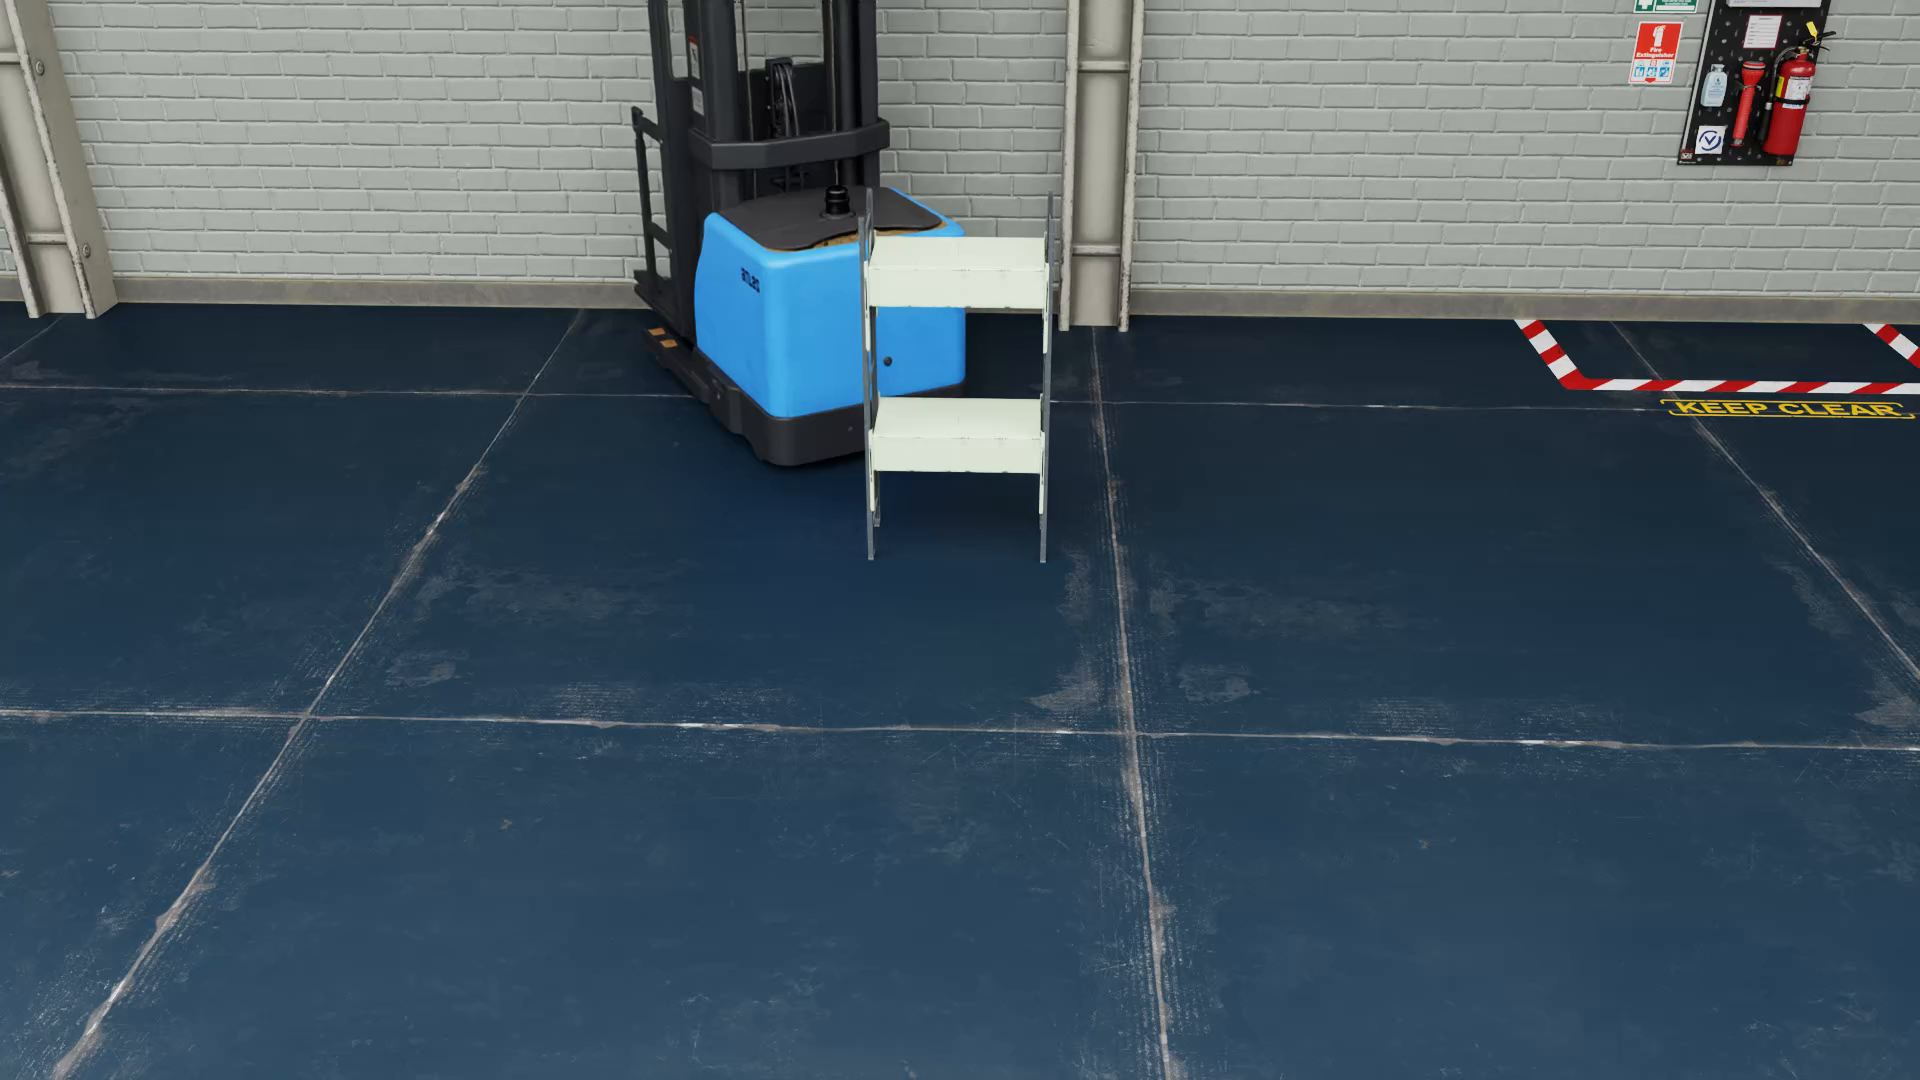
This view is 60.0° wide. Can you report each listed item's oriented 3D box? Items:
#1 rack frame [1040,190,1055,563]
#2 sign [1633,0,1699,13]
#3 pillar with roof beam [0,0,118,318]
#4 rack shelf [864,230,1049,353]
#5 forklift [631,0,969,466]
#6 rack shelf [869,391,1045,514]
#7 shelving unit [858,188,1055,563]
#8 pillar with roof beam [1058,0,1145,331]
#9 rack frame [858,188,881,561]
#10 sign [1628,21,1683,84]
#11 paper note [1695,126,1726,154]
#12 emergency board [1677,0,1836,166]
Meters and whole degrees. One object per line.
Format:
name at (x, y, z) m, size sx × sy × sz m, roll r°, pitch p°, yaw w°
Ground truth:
rack frame at (0.359, -0.657, 6.888) m, size 0.023 × 1.500 × 0.400 m, roll 1°, pitch 28°, yaw 2°
sign at (3.752, -2.855, 8.829) m, size 0.331 × 0.109 × 0.001 m, roll 1°, pitch 28°, yaw 2°
pillar with roof beam at (-5.380, -3.327, 3.918) m, size 0.400 × 9.000 × 9.100 m, roll 1°, pitch 28°, yaw 2°
rack shelf at (-0.007, -1.008, 6.716) m, size 0.720 × 0.370 × 0.431 m, roll 1°, pitch 28°, yaw 2°
forklift at (-1.091, -2.299, 8.458) m, size 1.130 × 2.935 × 3.031 m, roll -14°, pitch 31°, yaw -24°
rack shelf at (-0.007, -0.375, 7.052) m, size 0.720 × 0.370 × 0.431 m, roll 1°, pitch 28°, yaw 2°
shelving unit at (-0.007, -0.663, 6.899) m, size 0.755 × 1.500 × 0.431 m, roll 1°, pitch 28°, yaw 2°
pillar with roof beam at (0.617, -3.228, 3.731) m, size 0.400 × 9.000 × 9.100 m, roll 1°, pitch 28°, yaw 2°
rack frame at (-0.372, -0.669, 6.910) m, size 0.023 × 1.500 × 0.400 m, roll 1°, pitch 28°, yaw 2°
sign at (3.748, -2.625, 8.961) m, size 0.234 × 0.329 × 0.001 m, roll 1°, pitch 28°, yaw 2°
paper note at (4.122, -2.198, 9.133) m, size 0.142 × 0.148 × 0.016 m, roll 1°, pitch 28°, yaw 2°
emergency board at (4.297, -2.552, 8.861) m, size 0.643 × 1.169 × 0.194 m, roll 1°, pitch 28°, yaw 2°
